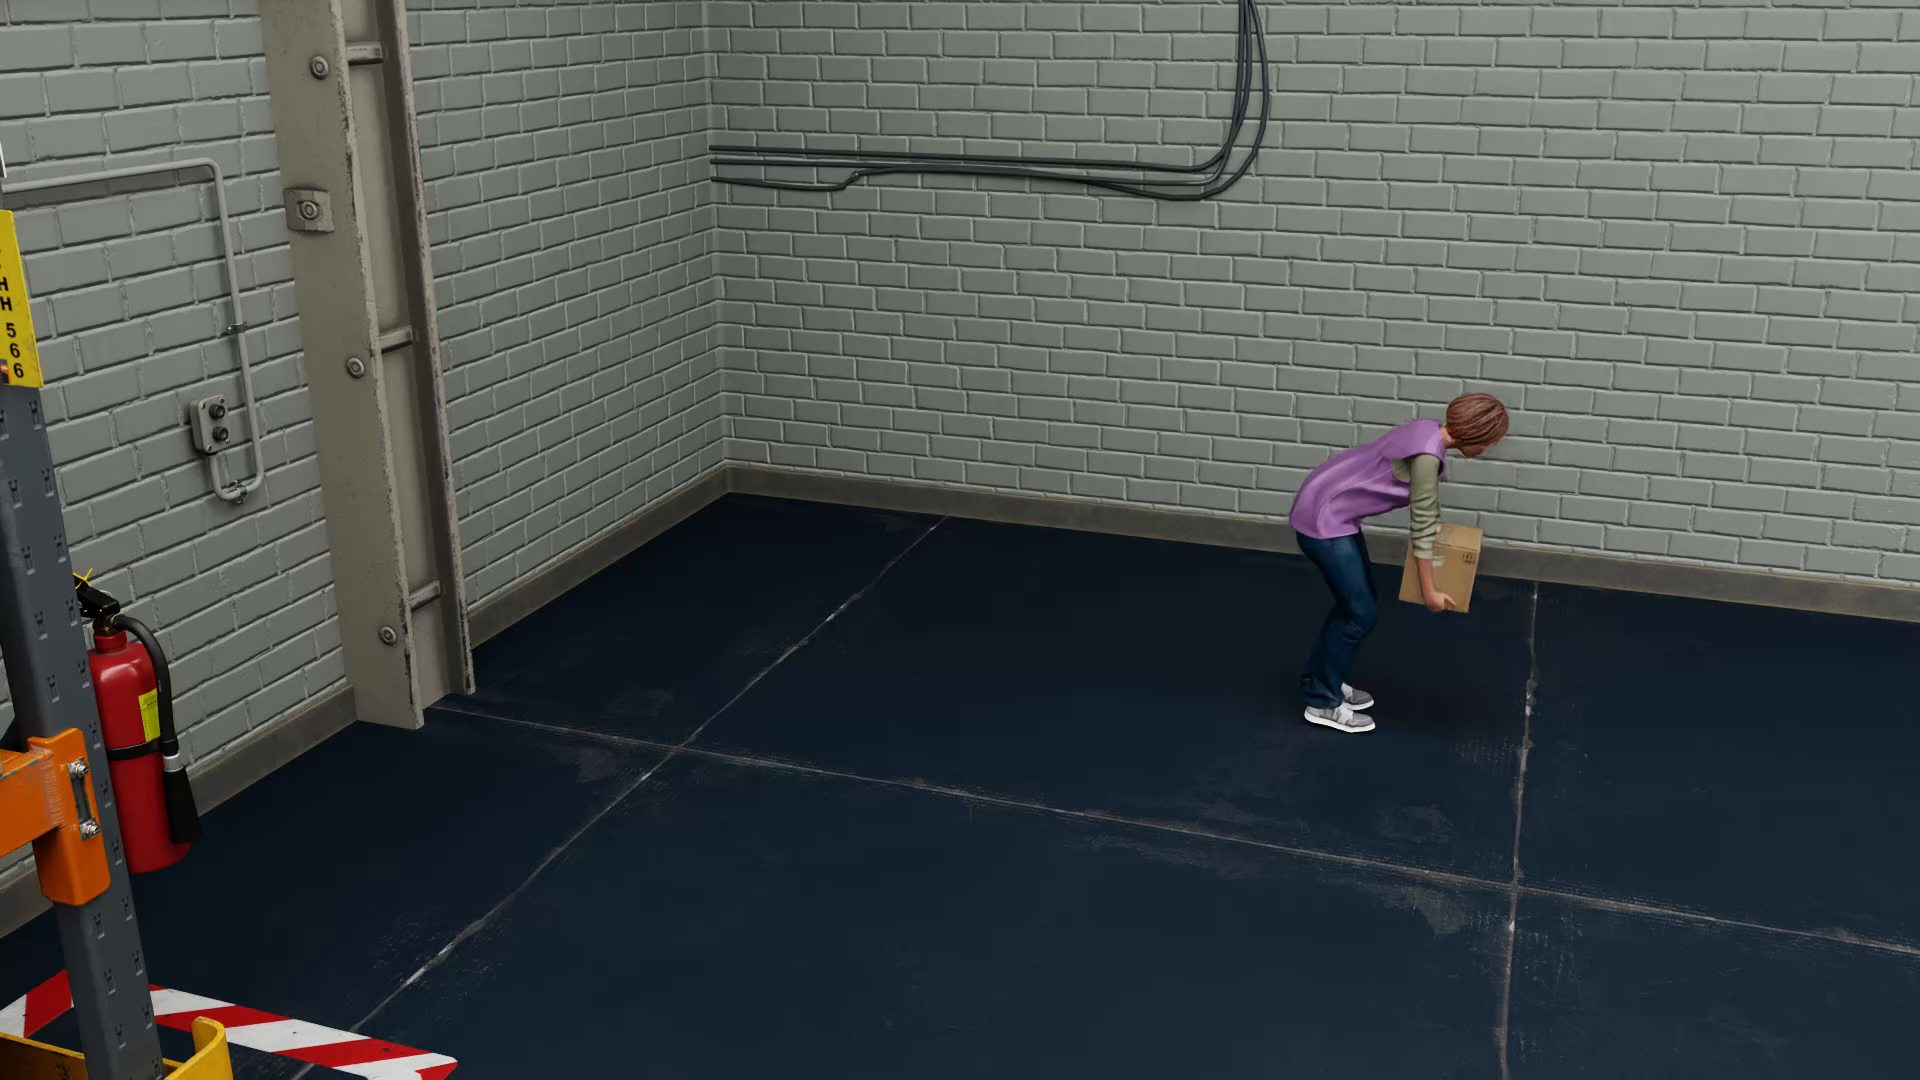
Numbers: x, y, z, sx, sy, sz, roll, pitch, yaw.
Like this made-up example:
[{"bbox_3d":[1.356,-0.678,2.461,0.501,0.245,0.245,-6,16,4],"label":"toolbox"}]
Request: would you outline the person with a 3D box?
[{"bbox_3d":[1.614,0.085,6.272,0.757,1.316,0.380,6,20,17],"label":"person"}]
